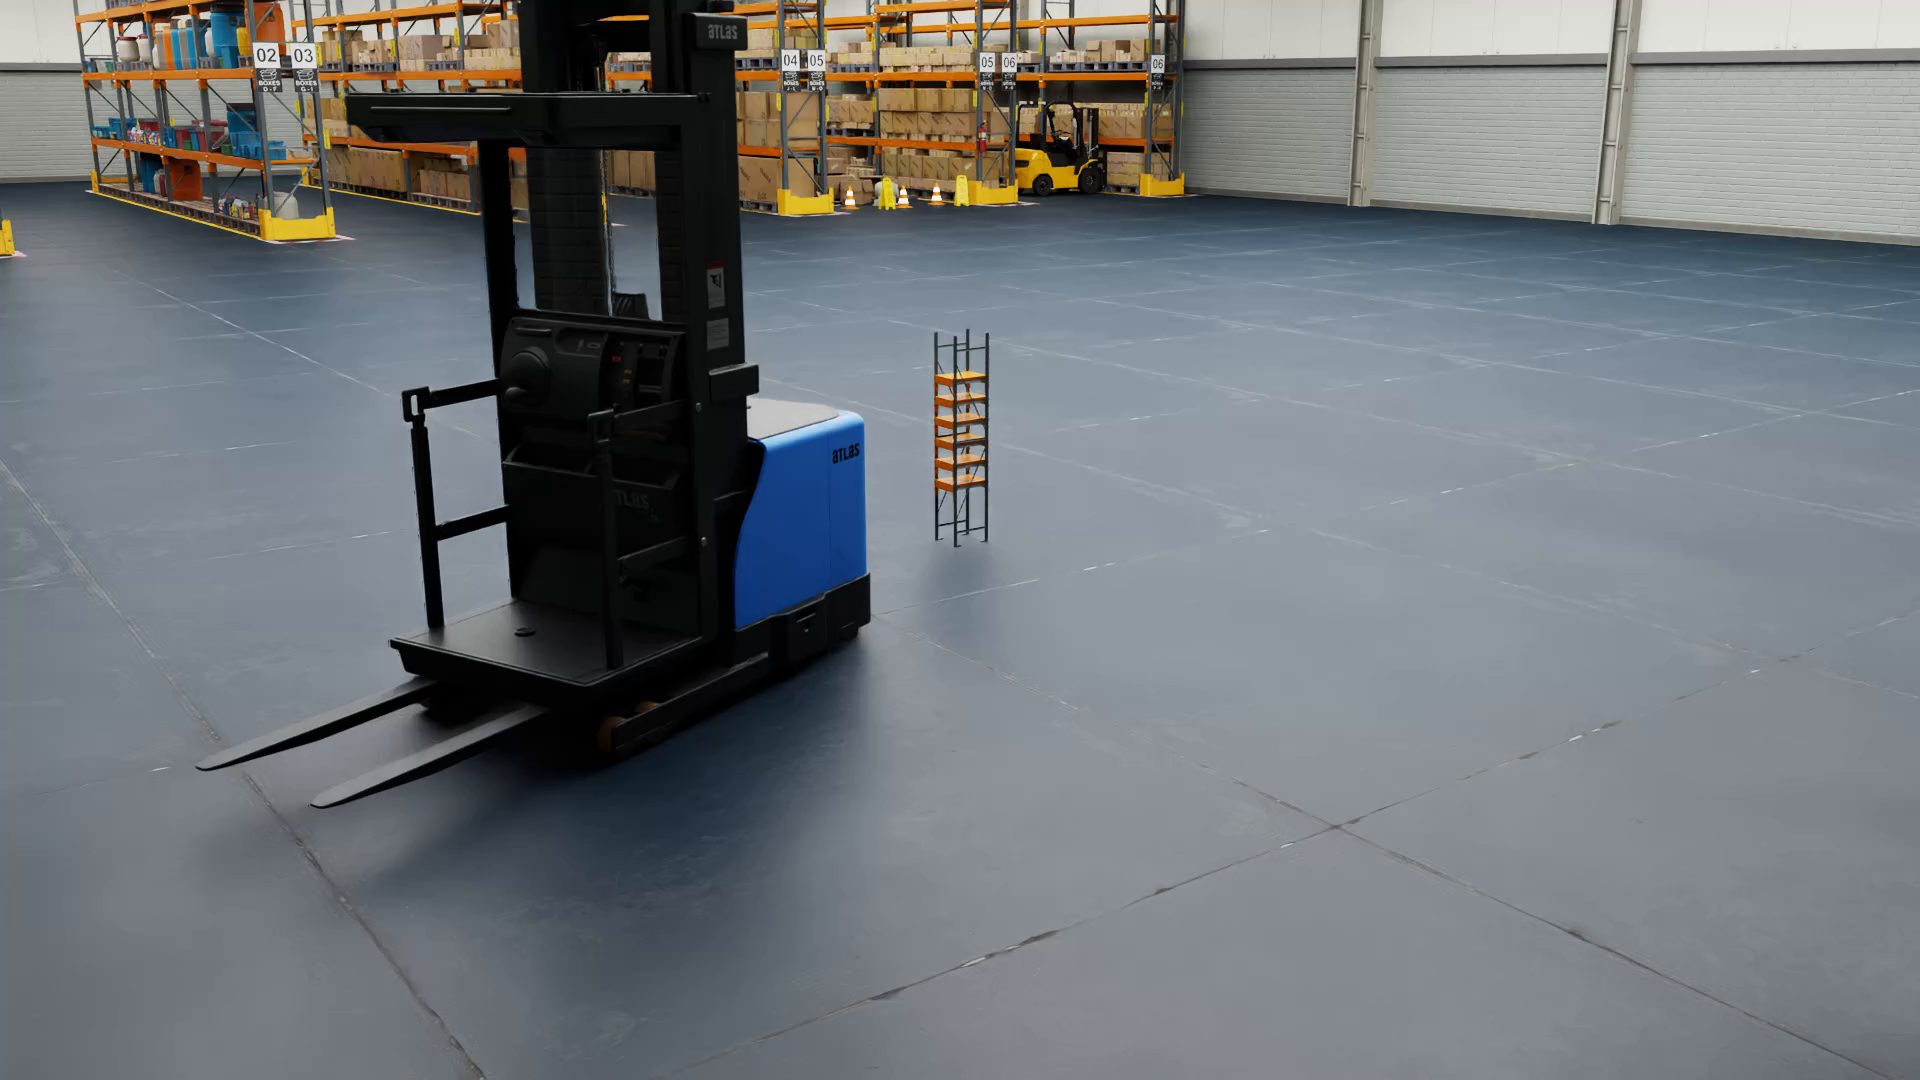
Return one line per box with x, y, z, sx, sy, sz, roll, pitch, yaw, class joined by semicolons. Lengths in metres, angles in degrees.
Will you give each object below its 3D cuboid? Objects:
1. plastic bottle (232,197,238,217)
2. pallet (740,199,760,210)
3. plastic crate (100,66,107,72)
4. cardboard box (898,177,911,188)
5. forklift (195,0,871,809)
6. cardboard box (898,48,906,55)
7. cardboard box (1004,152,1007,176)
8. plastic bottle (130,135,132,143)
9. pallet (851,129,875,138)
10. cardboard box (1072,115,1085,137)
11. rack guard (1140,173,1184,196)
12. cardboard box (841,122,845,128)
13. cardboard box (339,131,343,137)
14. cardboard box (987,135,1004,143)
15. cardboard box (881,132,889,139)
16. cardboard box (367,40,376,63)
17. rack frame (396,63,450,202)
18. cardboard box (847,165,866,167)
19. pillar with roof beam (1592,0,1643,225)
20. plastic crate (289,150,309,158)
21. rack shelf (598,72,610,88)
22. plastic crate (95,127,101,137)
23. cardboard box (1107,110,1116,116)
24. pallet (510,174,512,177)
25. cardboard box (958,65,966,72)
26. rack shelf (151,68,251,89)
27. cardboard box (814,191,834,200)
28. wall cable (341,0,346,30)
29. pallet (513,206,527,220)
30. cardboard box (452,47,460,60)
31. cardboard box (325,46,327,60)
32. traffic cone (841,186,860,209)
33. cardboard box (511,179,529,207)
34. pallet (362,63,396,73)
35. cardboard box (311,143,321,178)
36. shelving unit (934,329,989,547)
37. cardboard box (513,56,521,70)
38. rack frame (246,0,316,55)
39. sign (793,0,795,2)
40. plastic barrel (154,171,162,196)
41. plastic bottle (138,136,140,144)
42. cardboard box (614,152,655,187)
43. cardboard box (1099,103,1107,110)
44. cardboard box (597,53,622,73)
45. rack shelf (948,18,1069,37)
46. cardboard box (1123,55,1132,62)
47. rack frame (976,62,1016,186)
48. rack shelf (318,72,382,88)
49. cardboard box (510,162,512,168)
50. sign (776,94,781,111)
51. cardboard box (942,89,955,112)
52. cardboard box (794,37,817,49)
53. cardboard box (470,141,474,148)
-13.086;-6.027;30.100;0.144;0.351;0.185;-11;19;-35;plastic bottle
-4.403;-7.197;35.473;1.003;0.211;1.213;-11;19;-35;pallet
-19.345;-10.701;37.809;0.293;0.136;0.466;-11;19;-35;plastic crate
-1.112;-8.364;38.865;0.500;0.250;0.500;-10;18;-31;cardboard box
-1.616;-0.701;6.584;1.130;2.935;3.031;9;18;30;forklift
-1.185;-11.191;38.065;0.380;0.149;0.250;-11;19;-35;cardboard box
1.683;-9.873;43.668;0.875;0.625;0.625;-11;19;-35;cardboard box
-18.258;-8.878;36.708;0.097;0.201;0.097;0;15;0;plastic bottle
-1.895;-9.861;40.285;1.003;0.211;1.213;-11;19;-35;pallet
3.117;-10.235;41.100;0.500;0.500;0.500;-11;19;-35;cardboard box
4.815;-8.474;39.590;1.175;0.500;0.348;-11;19;-35;rack guard
-2.678;-10.136;40.608;0.380;0.149;0.250;-11;19;-35;cardboard box
-14.879;-9.886;40.489;0.380;0.149;0.250;-10;18;-33;cardboard box
0.756;-8.897;36.876;0.380;0.149;0.250;-11;19;-34;cardboard box
-1.638;-9.529;39.187;0.380;0.149;0.250;-11;19;-35;cardboard box
-13.150;-11.215;38.198;0.797;0.503;0.637;-11;19;-35;cardboard box
-11.931;-9.083;37.082;1.000;3.000;0.127;-11;19;-35;rack frame
-2.710;-9.115;41.381;0.950;0.372;0.625;-10;18;-33;cardboard box
8.694;-9.636;27.737;9.100;9.000;0.400;-11;19;-35;pillar with roof beam
-11.500;-6.720;28.947;0.298;0.136;0.250;-11;19;-35;plastic crate
-9.036;-11.359;41.075;1.077;0.370;4.000;-11;19;-35;rack shelf
-20.376;-9.727;39.636;0.416;0.233;0.300;-11;19;-35;plastic crate
3.762;-10.296;40.092;0.380;0.149;0.250;-12;19;-36;cardboard box
-12.070;-10.000;45.712;1.003;0.211;1.213;-11;19;-35;pallet
0.180;-10.320;36.393;0.380;0.149;0.250;-11;19;-34;cardboard box
-14.762;-8.987;32.412;1.077;0.370;4.000;-11;19;-35;rack shelf
-3.008;-7.578;36.760;0.396;0.266;0.258;-7;17;-25;cardboard box
-17.172;-16.979;48.473;2.277;5.999;0.120;-11;19;-35;wall cable
-8.435;-6.486;32.873;1.003;0.211;1.213;-11;19;-35;pallet
-10.213;-9.999;34.204;0.396;0.266;0.258;-10;18;-33;cardboard box
-15.297;-12.090;41.212;0.700;0.500;0.500;-10;18;-32;cardboard box
-2.320;-7.234;35.129;0.336;0.463;0.334;-11;19;-35;traffic cone
-8.605;-6.893;33.019;0.500;0.500;0.500;-13;20;-39;cardboard box
-13.013;-10.807;38.054;1.003;0.211;1.213;-10;18;-32;pallet
-16.194;-9.845;43.094;0.875;0.875;0.875;-11;19;-35;cardboard box
0.009;-0.576;9.406;0.258;1.200;0.189;-11;19;-35;shelving unit
-8.013;-8.919;31.084;0.500;0.250;0.500;-11;19;-34;cardboard box
-11.234;-9.500;27.240;1.000;3.000;0.127;-11;19;-35;rack frame
-5.045;-16.399;50.528;0.100;0.325;0.005;-11;19;-35;sign
-17.308;-7.767;36.189;0.421;0.512;0.421;0;15;0;plastic barrel
-17.735;-8.688;36.014;0.097;0.201;0.097;0;15;0;plastic bottle
-7.575;-8.805;39.531;1.050;0.750;0.750;-11;19;-35;cardboard box
3.589;-10.490;40.239;0.380;0.149;0.250;-10;18;-33;cardboard box
-8.401;-11.409;39.708;0.500;0.500;0.500;-11;19;-35;cardboard box
1.273;-13.320;43.315;1.077;0.370;4.000;-11;19;-35;rack shelf
4.068;-11.391;39.321;0.380;0.149;0.250;-12;19;-36;cardboard box
0.788;-8.913;36.460;1.000;3.000;0.127;-11;19;-35;rack frame
-15.459;-11.464;41.462;1.077;0.370;4.000;-11;19;-35;rack shelf
-12.069;-10.182;45.137;0.380;0.149;0.250;-10;18;-33;cardboard box
-3.603;-8.715;33.093;0.100;0.325;0.005;-11;19;-35;sign
0.020;-9.772;36.950;0.700;0.500;0.500;-11;19;-34;cardboard box
-3.232;-10.035;33.612;0.500;0.250;0.500;-11;19;-35;cardboard box
-9.696;-8.016;33.656;0.380;0.149;0.250;-11;19;-35;cardboard box
